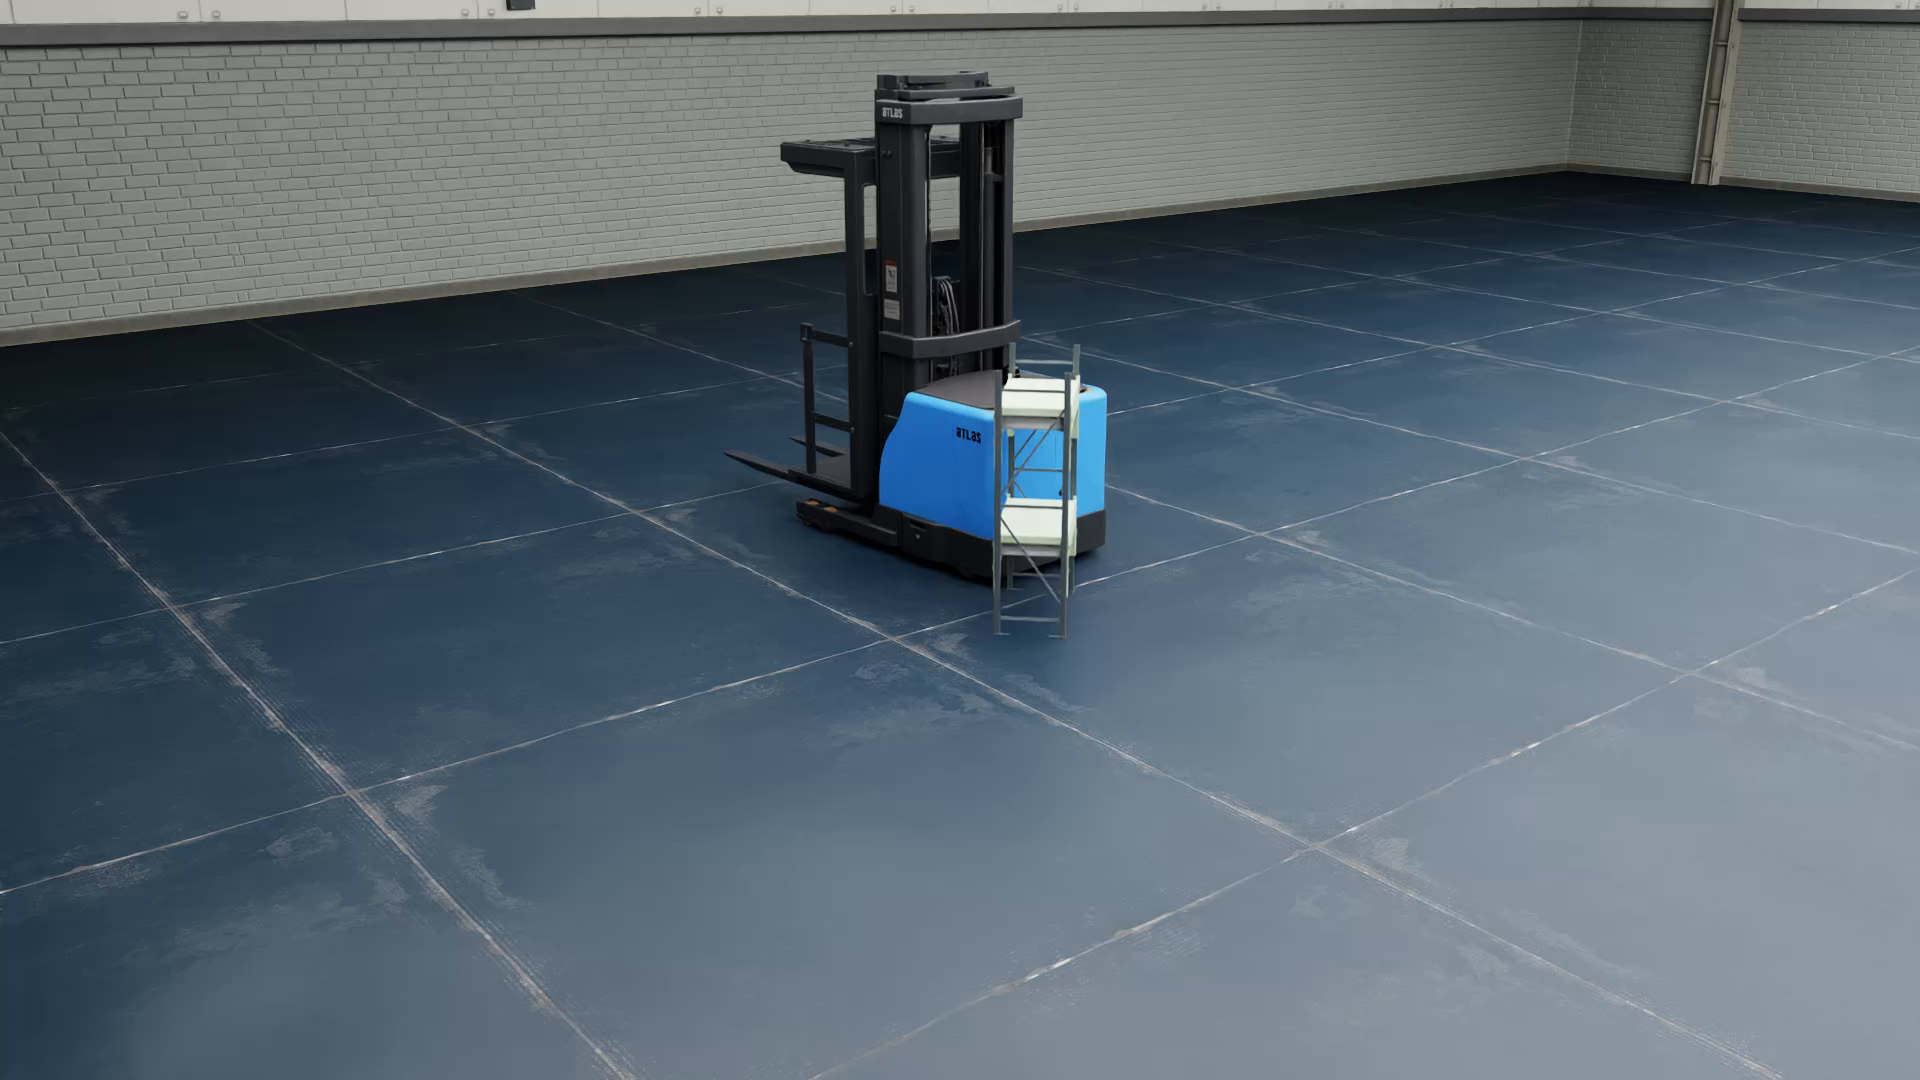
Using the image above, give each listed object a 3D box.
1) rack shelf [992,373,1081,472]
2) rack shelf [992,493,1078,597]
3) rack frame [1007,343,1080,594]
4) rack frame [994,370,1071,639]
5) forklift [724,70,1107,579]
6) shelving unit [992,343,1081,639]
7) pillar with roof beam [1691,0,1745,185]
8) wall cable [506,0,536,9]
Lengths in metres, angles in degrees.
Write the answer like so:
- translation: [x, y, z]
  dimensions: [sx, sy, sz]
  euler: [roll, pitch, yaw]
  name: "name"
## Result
- translation: [0.434, -0.659, 9.226]
  dimensions: [0.431, 0.370, 0.720]
  euler: [2, 18, 7]
  name: "rack shelf"
- translation: [0.434, 0.021, 9.451]
  dimensions: [0.431, 0.370, 0.720]
  euler: [2, 18, 7]
  name: "rack shelf"
- translation: [0.481, -0.403, 9.694]
  dimensions: [0.400, 1.500, 0.023]
  euler: [2, 18, 7]
  name: "rack frame"
- translation: [0.386, -0.175, 9.004]
  dimensions: [0.400, 1.500, 0.023]
  euler: [2, 18, 7]
  name: "rack frame"
- translation: [-0.446, -1.543, 10.858]
  dimensions: [1.130, 2.935, 3.031]
  euler: [-16, 24, -40]
  name: "forklift"
- translation: [0.434, -0.289, 9.349]
  dimensions: [0.431, 1.500, 0.755]
  euler: [2, 18, 7]
  name: "shelving unit"
- translation: [10.401, -10.016, 26.795]
  dimensions: [9.100, 9.000, 0.400]
  euler: [-14, 23, -36]
  name: "pillar with roof beam"
- translation: [-4.258, -9.156, 18.787]
  dimensions: [2.305, 6.003, 0.169]
  euler: [-14, 23, -36]
  name: "wall cable"
